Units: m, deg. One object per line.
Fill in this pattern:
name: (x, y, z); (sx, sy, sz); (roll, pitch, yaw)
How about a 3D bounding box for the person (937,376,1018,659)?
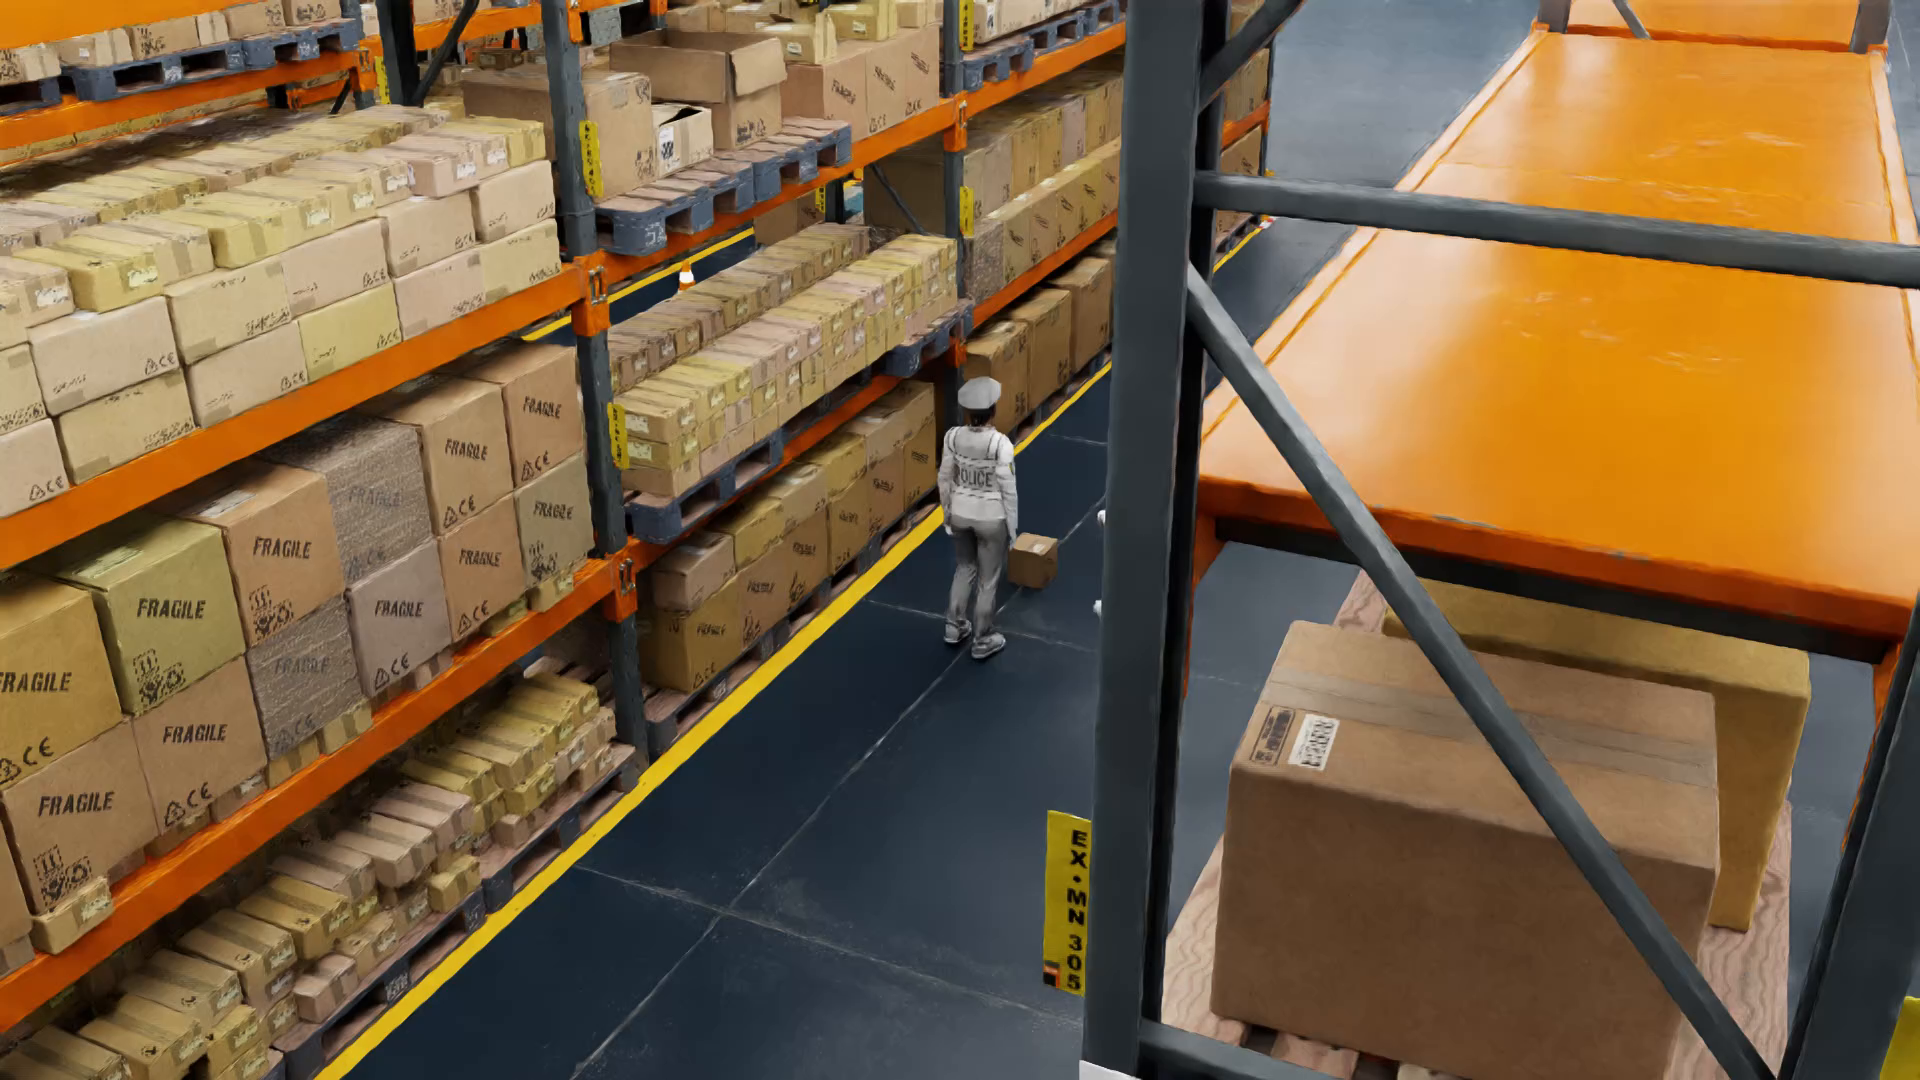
person: (0.106, -0.131, 9.626); (0.507, 1.683, 0.363); (13, 29, 25)
